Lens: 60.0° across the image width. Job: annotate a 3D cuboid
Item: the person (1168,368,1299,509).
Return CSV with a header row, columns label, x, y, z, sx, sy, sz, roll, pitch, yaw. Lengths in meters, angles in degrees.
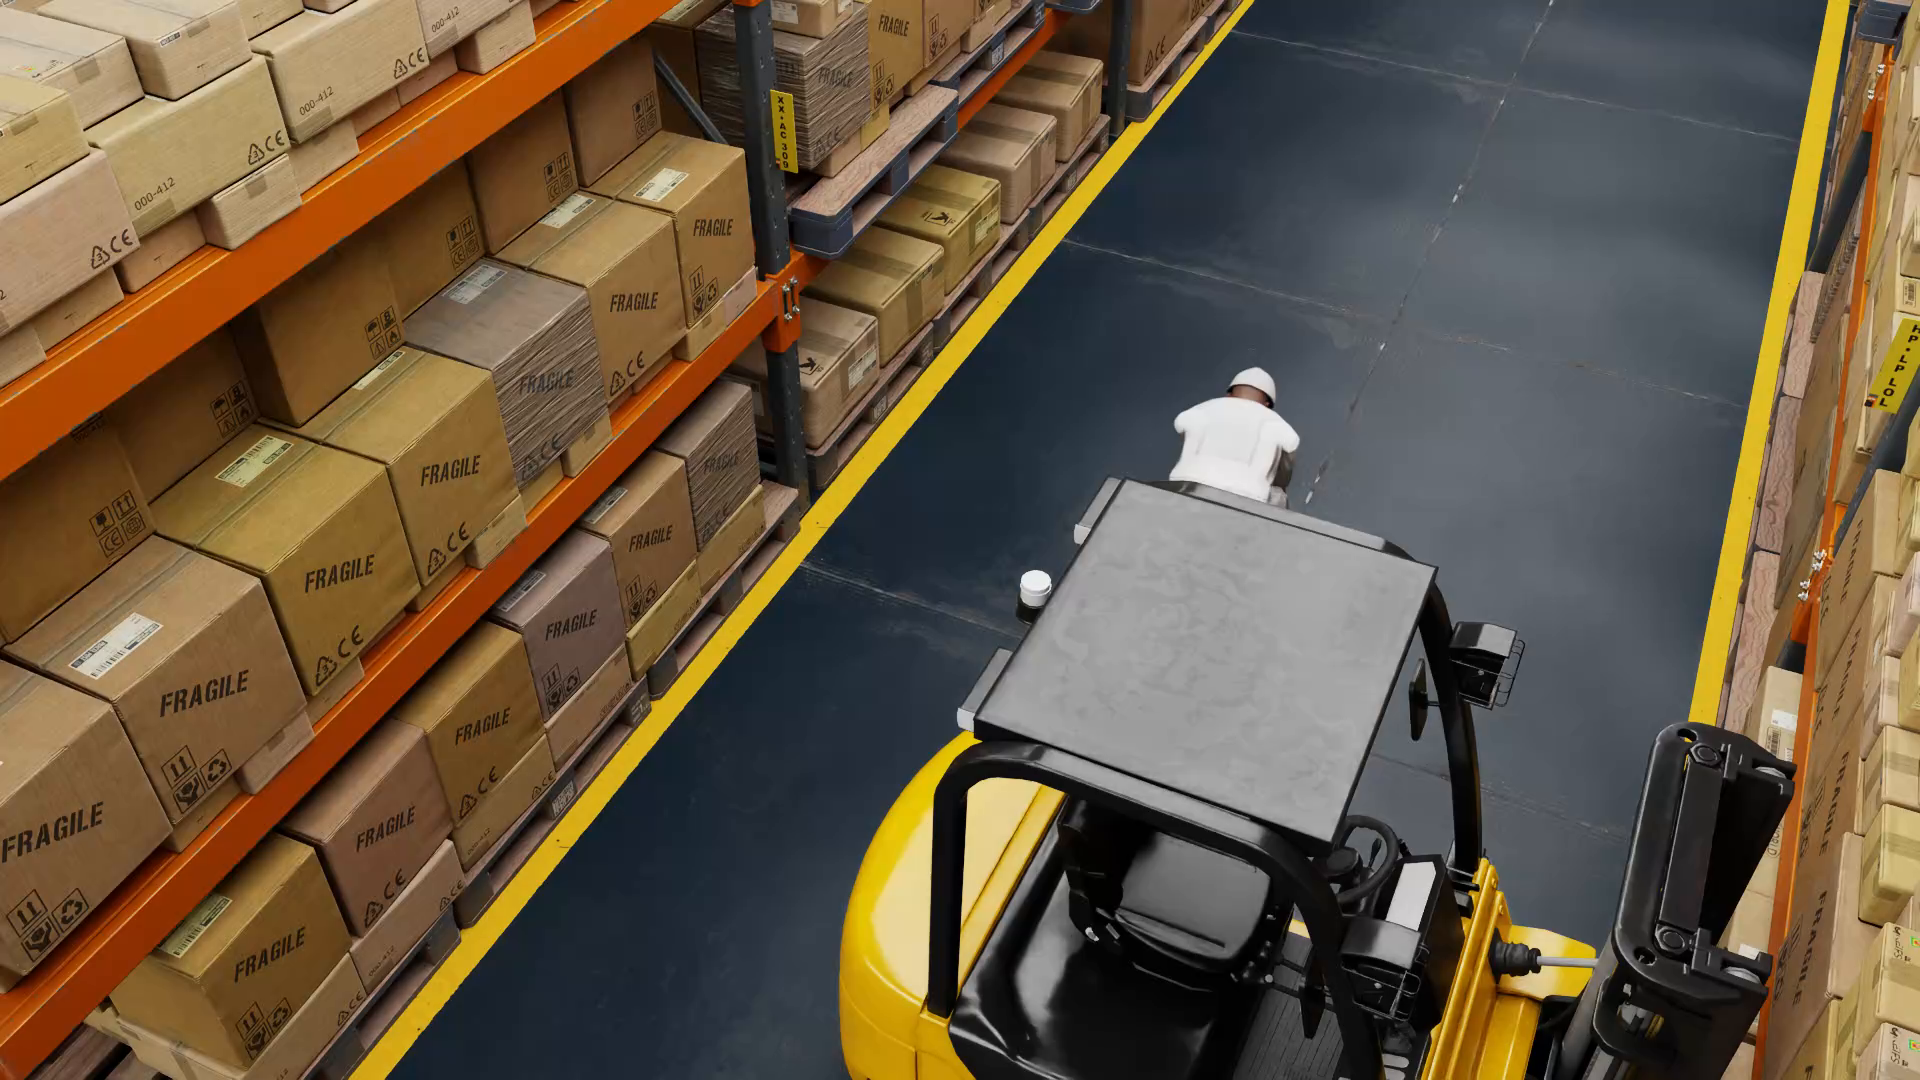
label,x,y,z,sx,sy,sz,roll,pitch,yaw
person,1.132,-0.197,7.134,0.553,0.807,0.981,16,44,17
